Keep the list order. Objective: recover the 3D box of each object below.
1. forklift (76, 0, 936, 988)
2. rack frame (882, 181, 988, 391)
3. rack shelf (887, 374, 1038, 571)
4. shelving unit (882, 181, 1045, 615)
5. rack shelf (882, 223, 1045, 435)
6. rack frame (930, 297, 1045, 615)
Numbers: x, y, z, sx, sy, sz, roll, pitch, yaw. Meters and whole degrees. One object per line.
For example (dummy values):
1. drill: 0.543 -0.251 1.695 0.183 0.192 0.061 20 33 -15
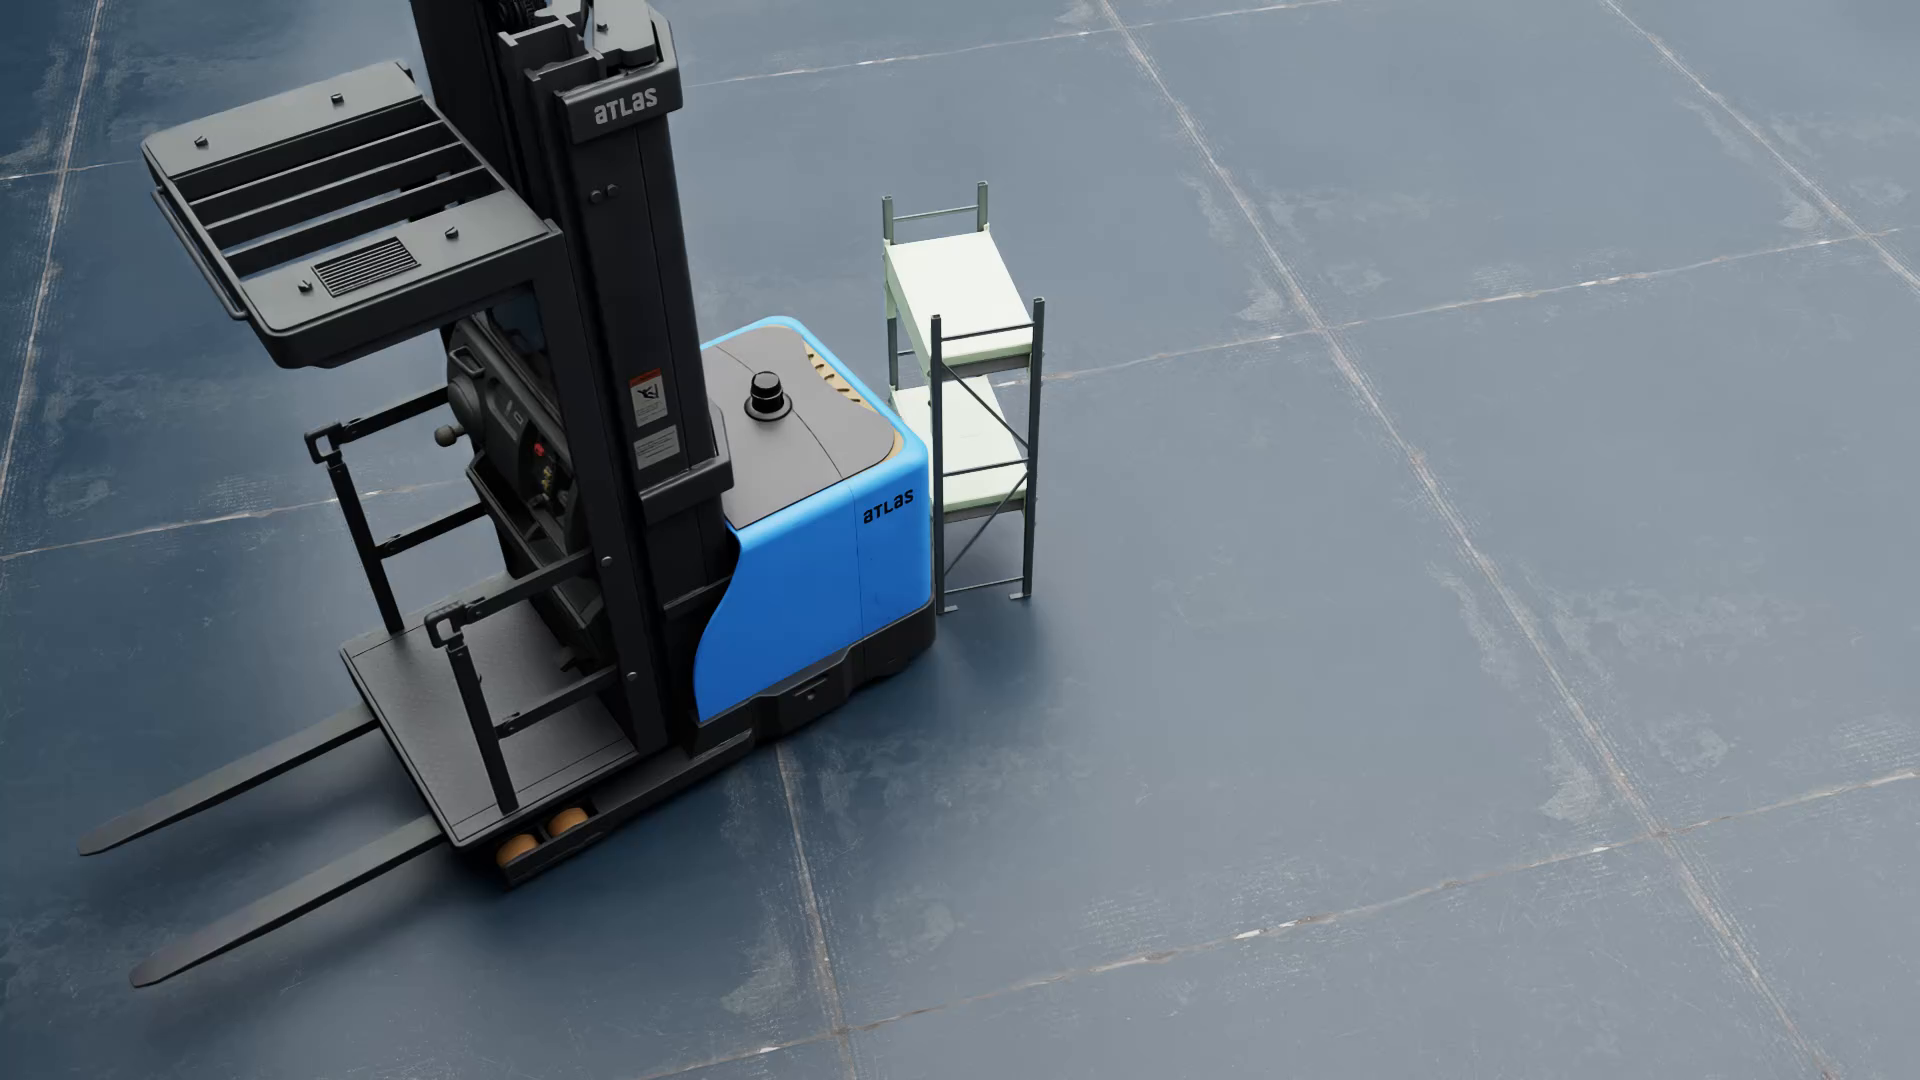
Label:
1. forklift: -1.591 -0.266 5.209 3.031 2.935 1.130 -27 51 -24
2. rack frame: -0.092 -0.773 6.708 0.400 1.500 0.023 -11 47 -10
3. rack shelf: 0.002 -0.292 6.693 0.431 0.370 0.720 -11 47 -10
4. shelving unit: 0.002 -0.520 6.461 0.431 1.500 0.755 -11 47 -10
5. rack shelf: 0.002 -0.793 6.182 0.431 0.370 0.720 -11 47 -10
6. rack frame: 0.095 -0.268 6.213 0.400 1.500 0.023 -11 47 -10
